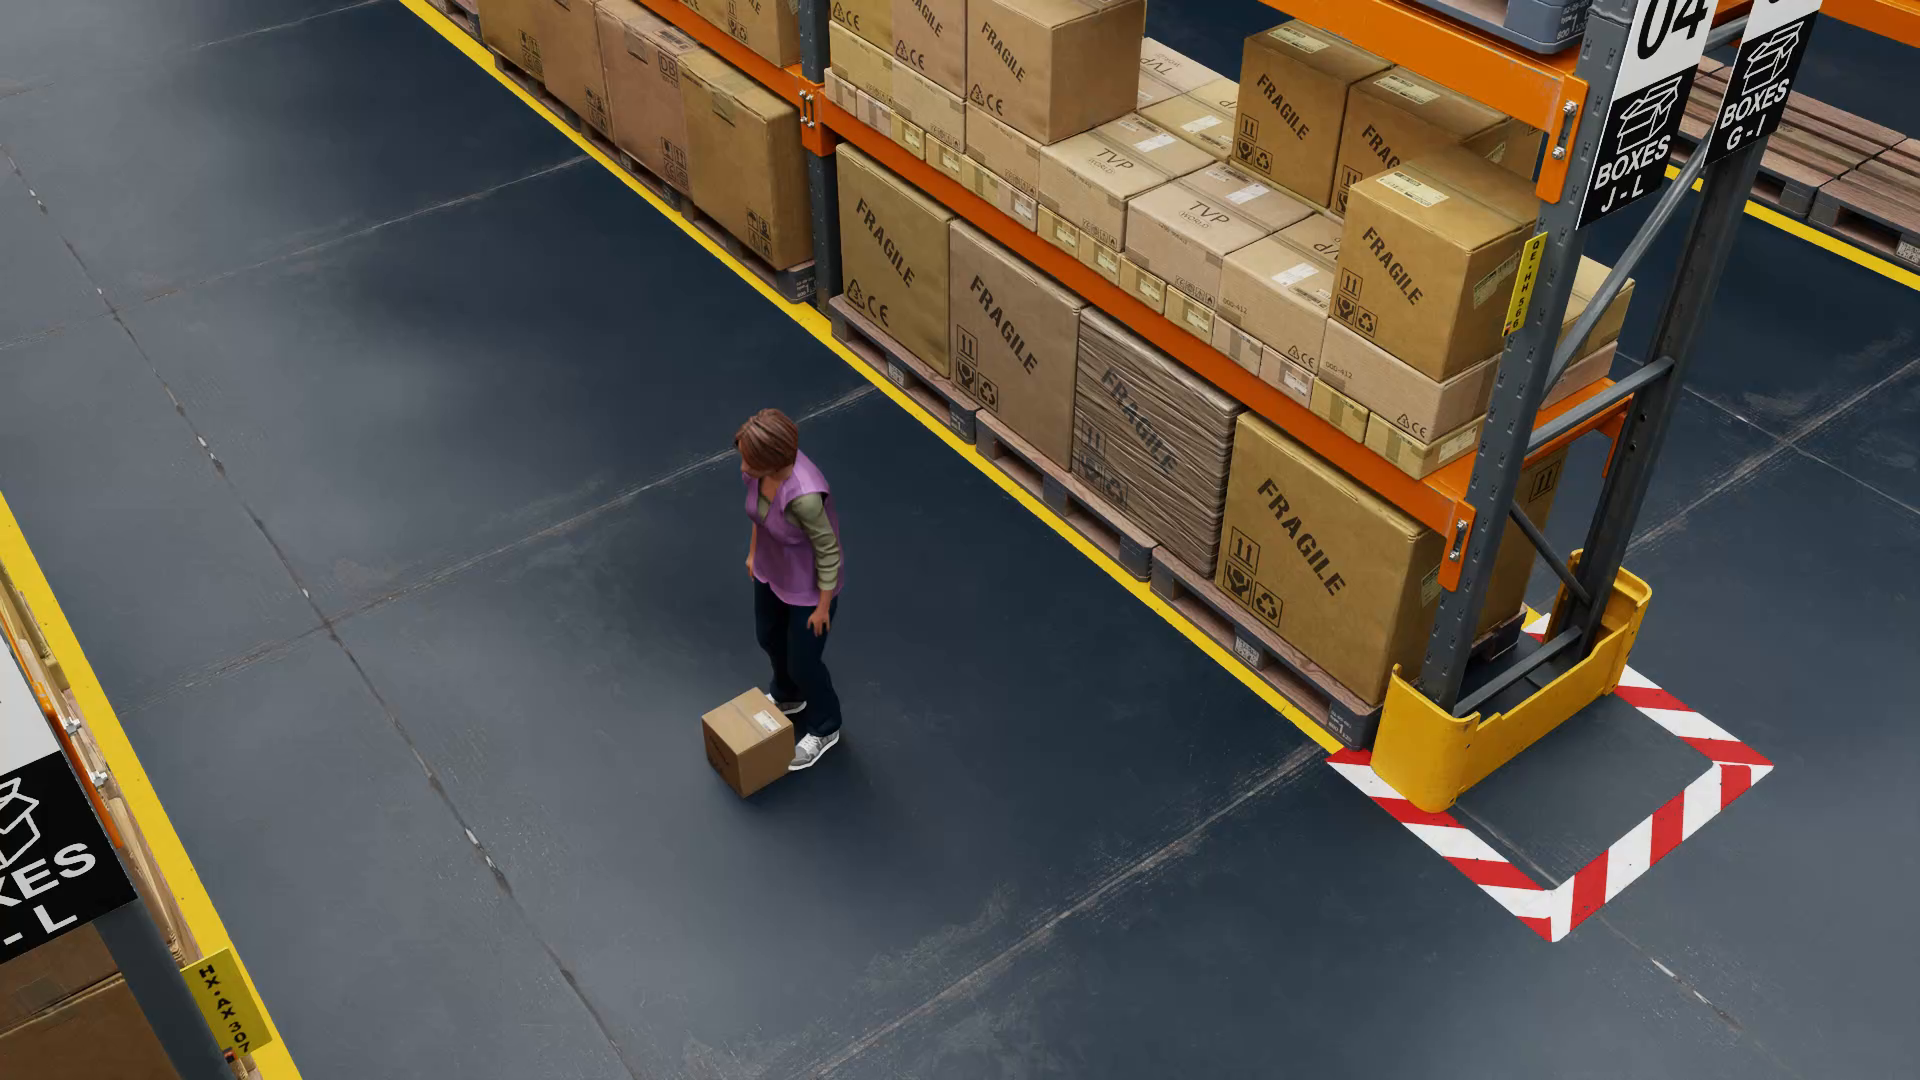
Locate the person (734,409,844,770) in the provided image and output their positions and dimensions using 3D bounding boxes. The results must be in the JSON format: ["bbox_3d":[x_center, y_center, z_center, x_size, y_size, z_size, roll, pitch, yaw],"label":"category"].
[{"bbox_3d":[-0.606,0.161,5.990,0.346,1.579,0.476,-29,49,-30],"label":"person"}]
